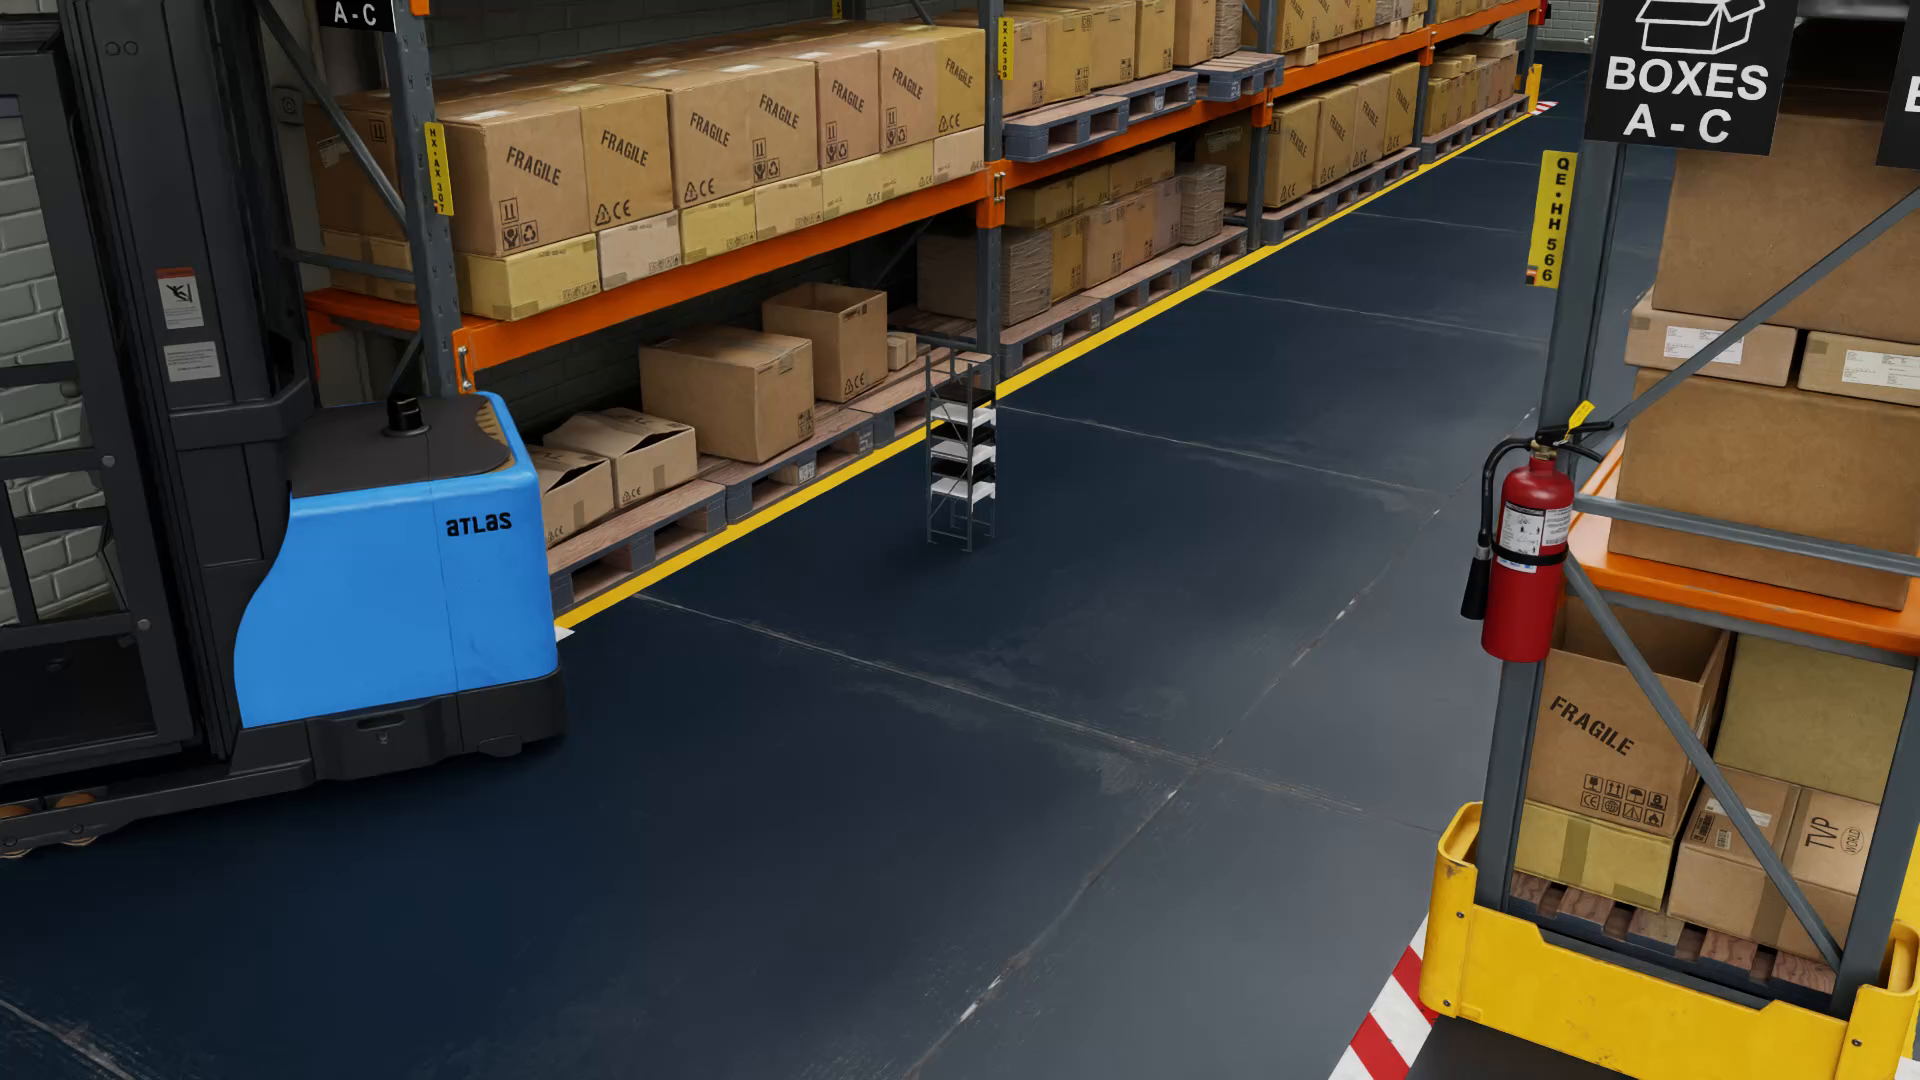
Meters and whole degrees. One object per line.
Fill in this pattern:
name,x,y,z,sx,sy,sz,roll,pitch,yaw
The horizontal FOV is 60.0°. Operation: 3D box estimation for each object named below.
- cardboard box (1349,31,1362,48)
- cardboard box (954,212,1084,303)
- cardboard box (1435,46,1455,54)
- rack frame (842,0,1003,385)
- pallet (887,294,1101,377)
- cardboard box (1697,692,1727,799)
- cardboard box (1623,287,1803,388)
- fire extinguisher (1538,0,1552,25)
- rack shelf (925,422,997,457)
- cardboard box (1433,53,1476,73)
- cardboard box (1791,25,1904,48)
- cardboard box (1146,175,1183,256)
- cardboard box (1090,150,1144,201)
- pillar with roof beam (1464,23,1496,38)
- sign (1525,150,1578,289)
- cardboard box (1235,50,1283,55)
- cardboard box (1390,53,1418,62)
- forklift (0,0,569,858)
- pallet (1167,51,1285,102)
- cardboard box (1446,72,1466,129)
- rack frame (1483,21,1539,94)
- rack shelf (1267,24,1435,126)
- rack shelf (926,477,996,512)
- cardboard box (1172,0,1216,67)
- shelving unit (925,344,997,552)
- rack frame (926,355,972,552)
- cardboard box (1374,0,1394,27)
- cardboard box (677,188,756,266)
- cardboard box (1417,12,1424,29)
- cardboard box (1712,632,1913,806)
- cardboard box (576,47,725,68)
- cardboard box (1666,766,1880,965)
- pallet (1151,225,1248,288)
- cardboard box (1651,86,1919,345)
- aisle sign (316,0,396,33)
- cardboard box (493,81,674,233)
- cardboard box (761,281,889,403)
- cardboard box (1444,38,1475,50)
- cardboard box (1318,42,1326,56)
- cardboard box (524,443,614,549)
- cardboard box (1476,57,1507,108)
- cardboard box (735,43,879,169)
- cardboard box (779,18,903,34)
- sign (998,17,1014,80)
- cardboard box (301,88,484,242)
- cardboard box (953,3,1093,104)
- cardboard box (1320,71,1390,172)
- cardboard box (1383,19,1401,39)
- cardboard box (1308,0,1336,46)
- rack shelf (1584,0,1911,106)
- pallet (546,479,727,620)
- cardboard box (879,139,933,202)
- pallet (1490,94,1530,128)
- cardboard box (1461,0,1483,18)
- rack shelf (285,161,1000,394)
cardboard box,3.206,-4.308,14.216,0.380,0.149,0.250,15,27,31
cardboard box,0.385,-1.886,10.923,0.700,0.500,0.500,13,27,28
cardboard box,5.056,-5.186,17.755,0.380,0.149,0.250,14,27,29
rack frame,-0.219,-2.394,9.505,1.000,3.000,0.127,14,27,29
pallet,0.191,-1.378,10.666,1.003,0.211,1.213,14,27,29
cardboard box,2.167,0.648,5.411,0.500,0.250,0.500,14,27,29
cardboard box,1.922,-0.520,4.232,0.380,0.149,0.250,13,27,28
fire extinguisher,6.583,-6.192,18.844,0.296,0.674,0.183,14,27,29
rack shelf,0.004,-0.468,7.555,0.258,0.077,0.200,14,27,29
cardboard box,5.094,-4.922,17.145,0.380,0.149,0.250,13,27,27
cardboard box,2.969,-1.339,5.309,0.700,0.500,0.500,14,27,29
cardboard box,1.185,-2.396,12.101,0.700,0.500,0.500,14,27,29
cardboard box,0.935,-2.535,11.479,0.500,0.250,0.500,14,27,29
pillar with roof beam,10.458,-9.388,18.108,9.100,9.000,0.400,14,27,29
sign,1.428,-0.766,3.987,0.100,0.325,0.005,14,27,29
cardboard box,2.262,-3.701,12.814,0.380,0.149,0.250,13,27,28
cardboard box,4.652,-4.928,17.160,0.380,0.149,0.250,13,27,27
forklift,-2.988,-0.555,5.343,3.031,2.935,1.130,-9,25,-20
pallet,1.606,-3.393,12.054,1.213,0.211,1.003,14,27,29
cardboard box,4.751,-4.540,17.078,0.700,0.500,0.500,14,27,28
rack frame,6.111,-6.444,18.860,1.000,3.000,0.127,14,27,29
rack shelf,2.946,-4.089,14.325,1.077,0.370,4.000,14,27,29
rack shelf,0.004,-0.220,7.662,0.258,0.077,0.200,14,27,29
cardboard box,1.380,-3.637,11.696,0.700,0.500,0.500,11,26,24
shelving unit,0.004,-0.416,7.578,0.258,0.900,0.210,14,27,29
rack frame,-0.049,-0.381,7.498,0.240,0.900,0.006,14,27,29
cardboard box,3.439,-4.735,14.387,0.500,0.500,0.500,14,27,29
cardboard box,-1.266,-1.432,7.445,0.500,0.250,0.500,13,27,28
cardboard box,4.064,-4.815,15.387,0.380,0.149,0.250,14,27,29
cardboard box,2.616,0.414,5.006,0.500,0.500,0.500,14,27,29
cardboard box,-1.452,-2.045,7.919,0.500,0.500,0.500,14,27,30
cardboard box,2.354,0.928,4.764,0.500,0.250,0.500,14,27,29
pallet,1.478,-2.201,12.569,1.003,0.211,1.213,14,27,29
cardboard box,2.167,-0.821,4.112,0.700,0.500,0.500,14,27,29
aisle sign,-2.112,-2.150,5.668,0.394,0.787,0.004,14,27,29
cardboard box,-1.552,-1.591,6.870,0.500,0.500,0.500,14,27,29
cardboard box,-0.732,-1.090,9.085,0.500,0.500,0.500,12,26,25
cardboard box,5.457,-5.443,18.349,0.380,0.149,0.250,14,27,29
cardboard box,2.772,-4.056,13.634,0.380,0.149,0.250,15,27,30
cardboard box,-1.887,-0.227,7.329,0.500,0.311,0.500,11,26,23
cardboard box,5.563,-5.064,18.289,0.700,0.500,0.500,14,27,29
cardboard box,-0.738,-2.117,8.084,0.500,0.500,0.500,13,27,27
cardboard box,-0.644,-2.564,9.116,0.500,0.500,0.500,13,27,28
sign,0.246,-2.680,9.076,0.100,0.325,0.005,14,27,29
cardboard box,-2.260,-1.532,6.733,0.500,0.500,0.500,14,27,28
cardboard box,0.380,-2.994,10.210,0.700,0.500,0.500,17,29,34
cardboard box,3.303,-3.753,14.821,0.750,0.750,0.750,15,27,31
cardboard box,3.686,-4.545,14.764,0.380,0.149,0.250,14,27,29
cardboard box,2.649,-4.221,13.199,0.500,0.500,0.500,15,28,31
rack shelf,2.937,-1.729,5.097,1.077,0.370,4.000,14,27,29
pallet,-1.830,-0.057,7.616,1.003,0.211,1.213,14,27,29
cardboard box,-0.481,-1.945,8.630,0.500,0.250,0.500,14,27,29
pallet,5.756,-4.878,18.753,1.003,0.211,1.213,14,27,29
cardboard box,4.691,-5.657,16.664,0.980,0.700,0.700,13,27,28
rack shelf,-1.274,-1.389,8.088,1.077,0.370,4.000,14,27,29
